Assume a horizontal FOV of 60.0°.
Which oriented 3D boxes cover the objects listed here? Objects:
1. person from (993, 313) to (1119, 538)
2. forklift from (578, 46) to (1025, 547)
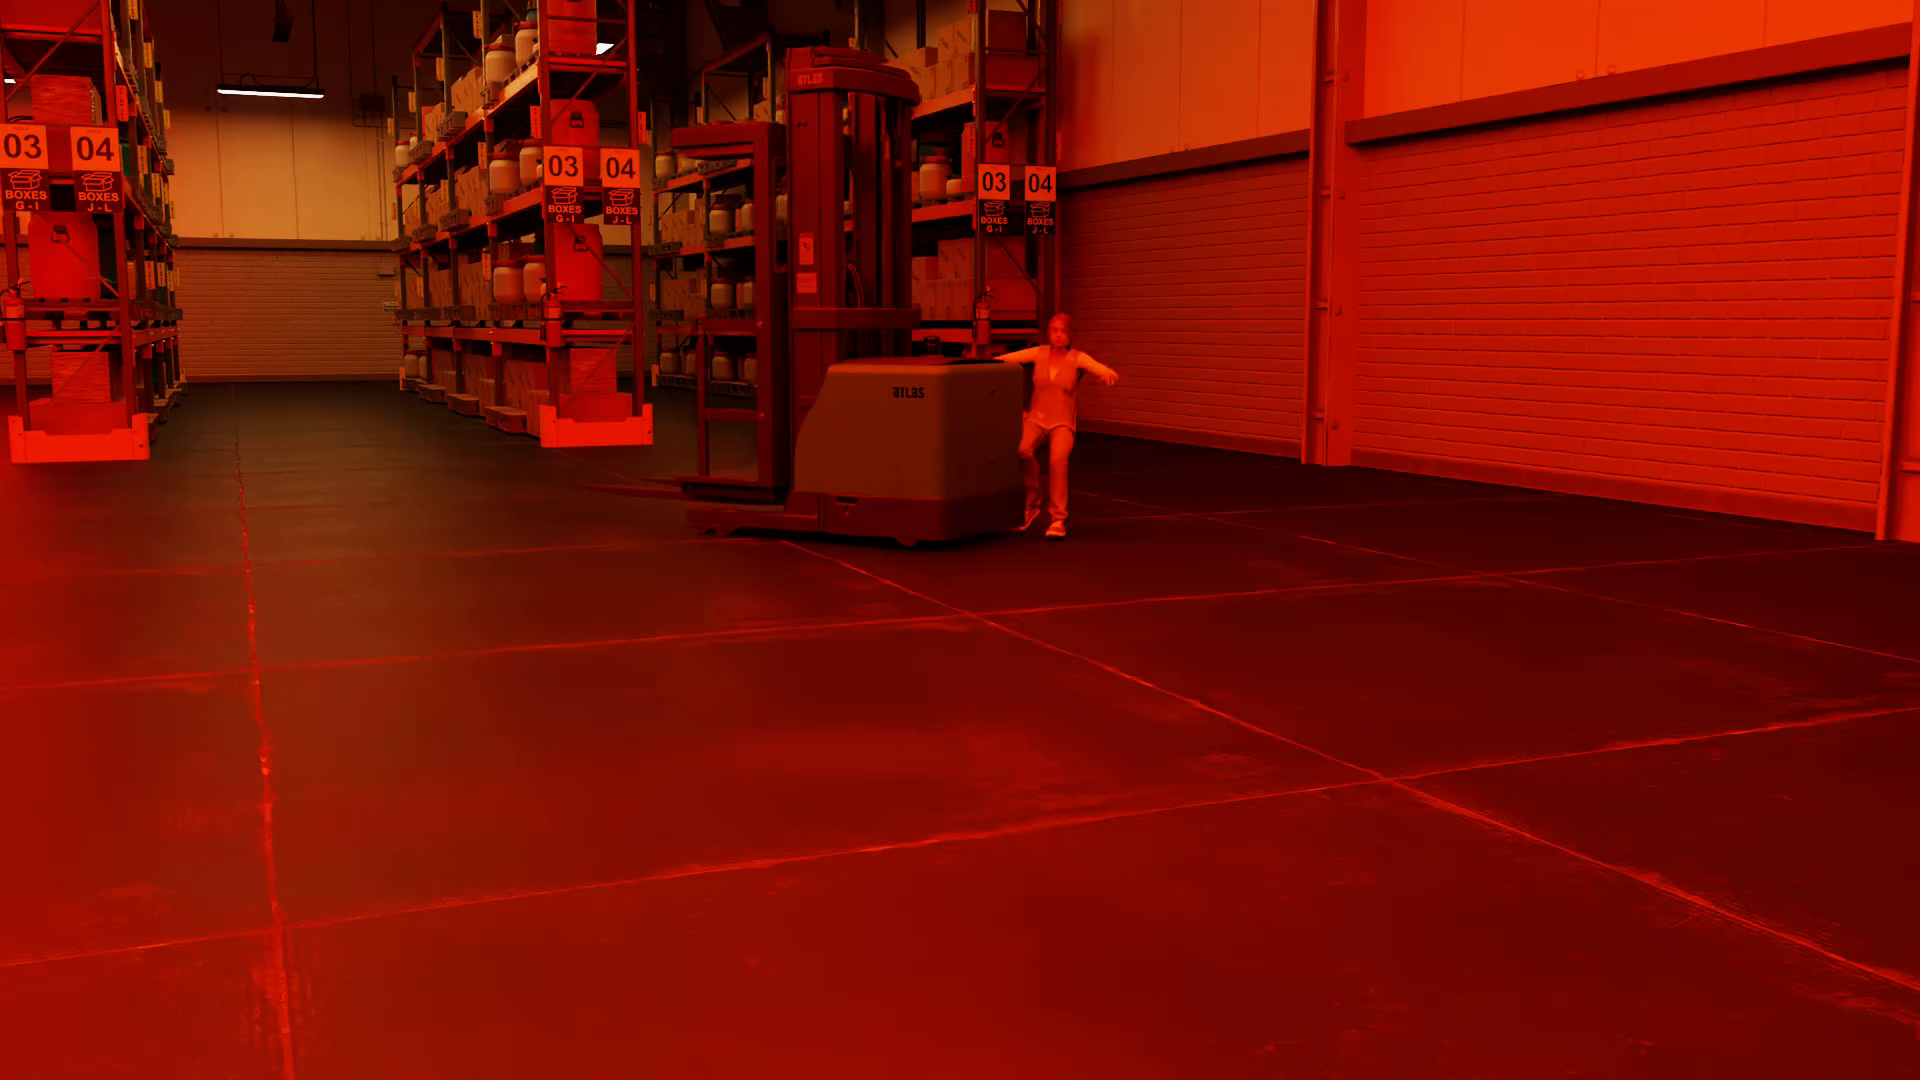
[{"bbox_3d":[0.530,-0.725,10.356,0.906,1.365,0.754,1,8,5],"label":"person"},{"bbox_3d":[-1.119,-1.532,10.563,3.031,2.935,1.130,5,9,31],"label":"forklift"}]
